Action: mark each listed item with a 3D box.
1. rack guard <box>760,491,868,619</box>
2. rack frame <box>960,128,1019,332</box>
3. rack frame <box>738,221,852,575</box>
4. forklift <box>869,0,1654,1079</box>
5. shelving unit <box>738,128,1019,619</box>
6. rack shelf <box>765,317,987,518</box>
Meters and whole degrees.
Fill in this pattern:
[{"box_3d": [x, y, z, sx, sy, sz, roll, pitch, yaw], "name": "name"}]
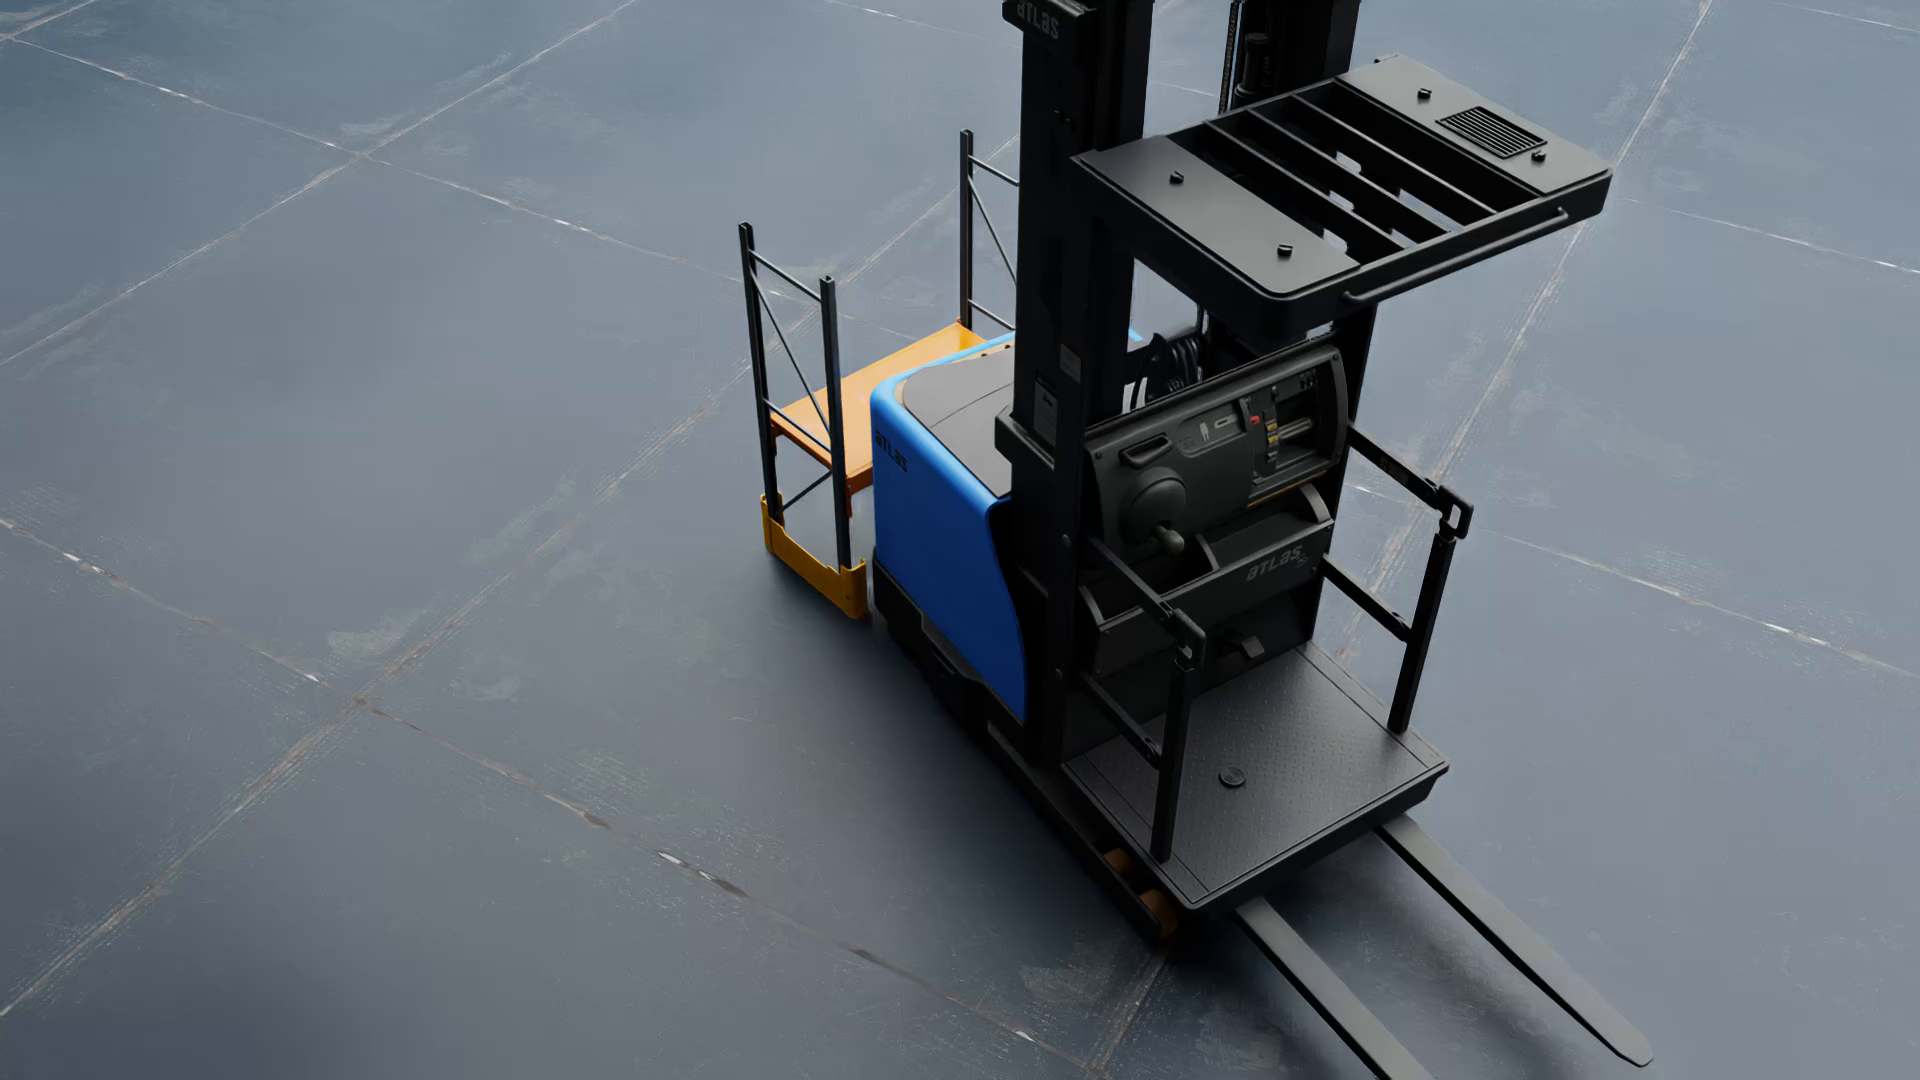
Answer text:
[{"box_3d": [-0.572, 0.052, 6.502, 0.087, 0.250, 0.587, -30, 50, -30], "name": "rack guard"}, {"box_3d": [0.176, -0.853, 6.584, 0.032, 1.500, 0.500, -30, 50, -30], "name": "rack frame"}, {"box_3d": [-0.587, -0.408, 6.079, 0.032, 1.500, 0.500, -30, 50, -30], "name": "rack frame"}, {"box_3d": [0.886, -0.182, 4.739, 1.130, 2.935, 3.031, -23, 46, -24], "name": "forklift"}, {"box_3d": [-0.199, -0.635, 6.336, 1.083, 1.500, 0.587, -30, 50, -30], "name": "shelving unit"}, {"box_3d": [-0.205, -0.496, 6.450, 1.000, 0.185, 0.538, -30, 50, -30], "name": "rack shelf"}]
